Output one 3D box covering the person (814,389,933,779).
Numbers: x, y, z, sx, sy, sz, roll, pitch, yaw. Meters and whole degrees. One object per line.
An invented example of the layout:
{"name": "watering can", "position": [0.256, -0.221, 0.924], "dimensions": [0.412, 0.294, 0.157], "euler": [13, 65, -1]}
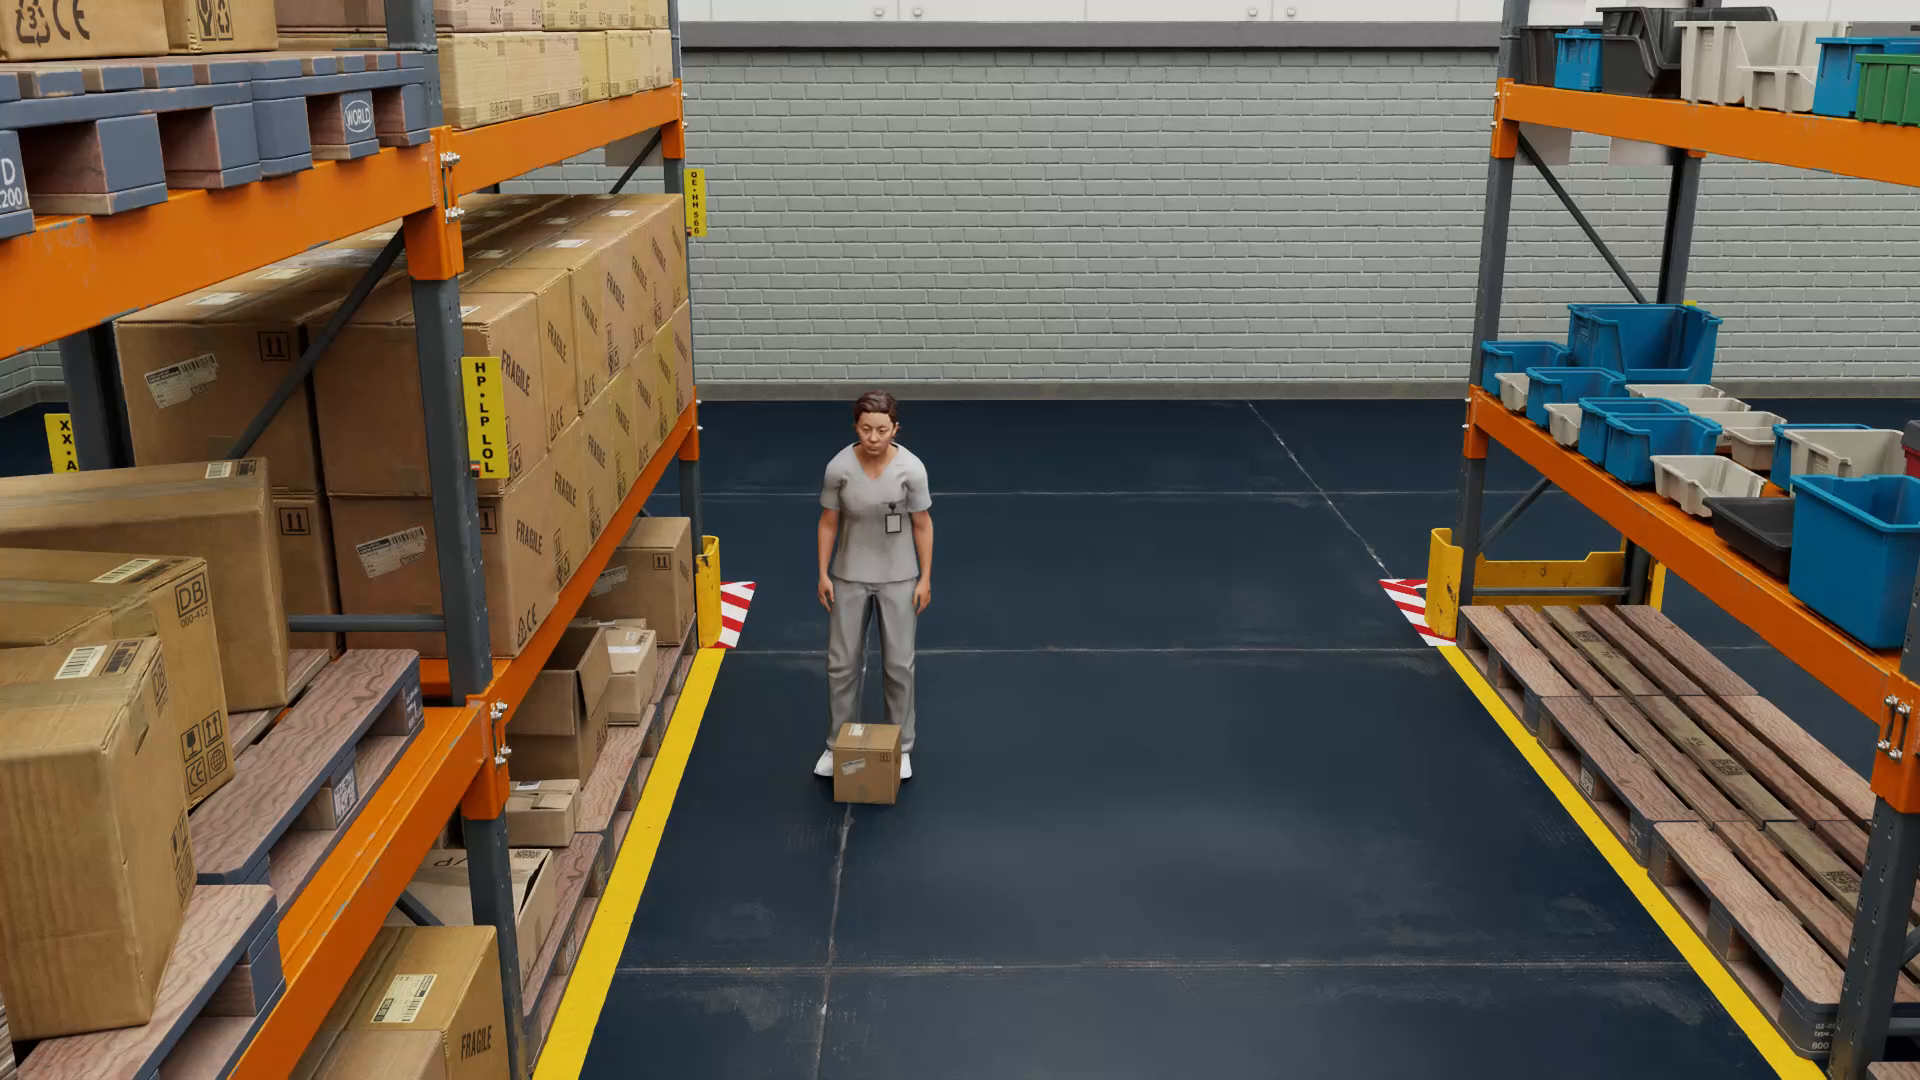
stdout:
{"name": "person", "position": [-0.364, 0.180, 6.969], "dimensions": [0.503, 1.671, 0.365], "euler": [1, 17, 4]}
